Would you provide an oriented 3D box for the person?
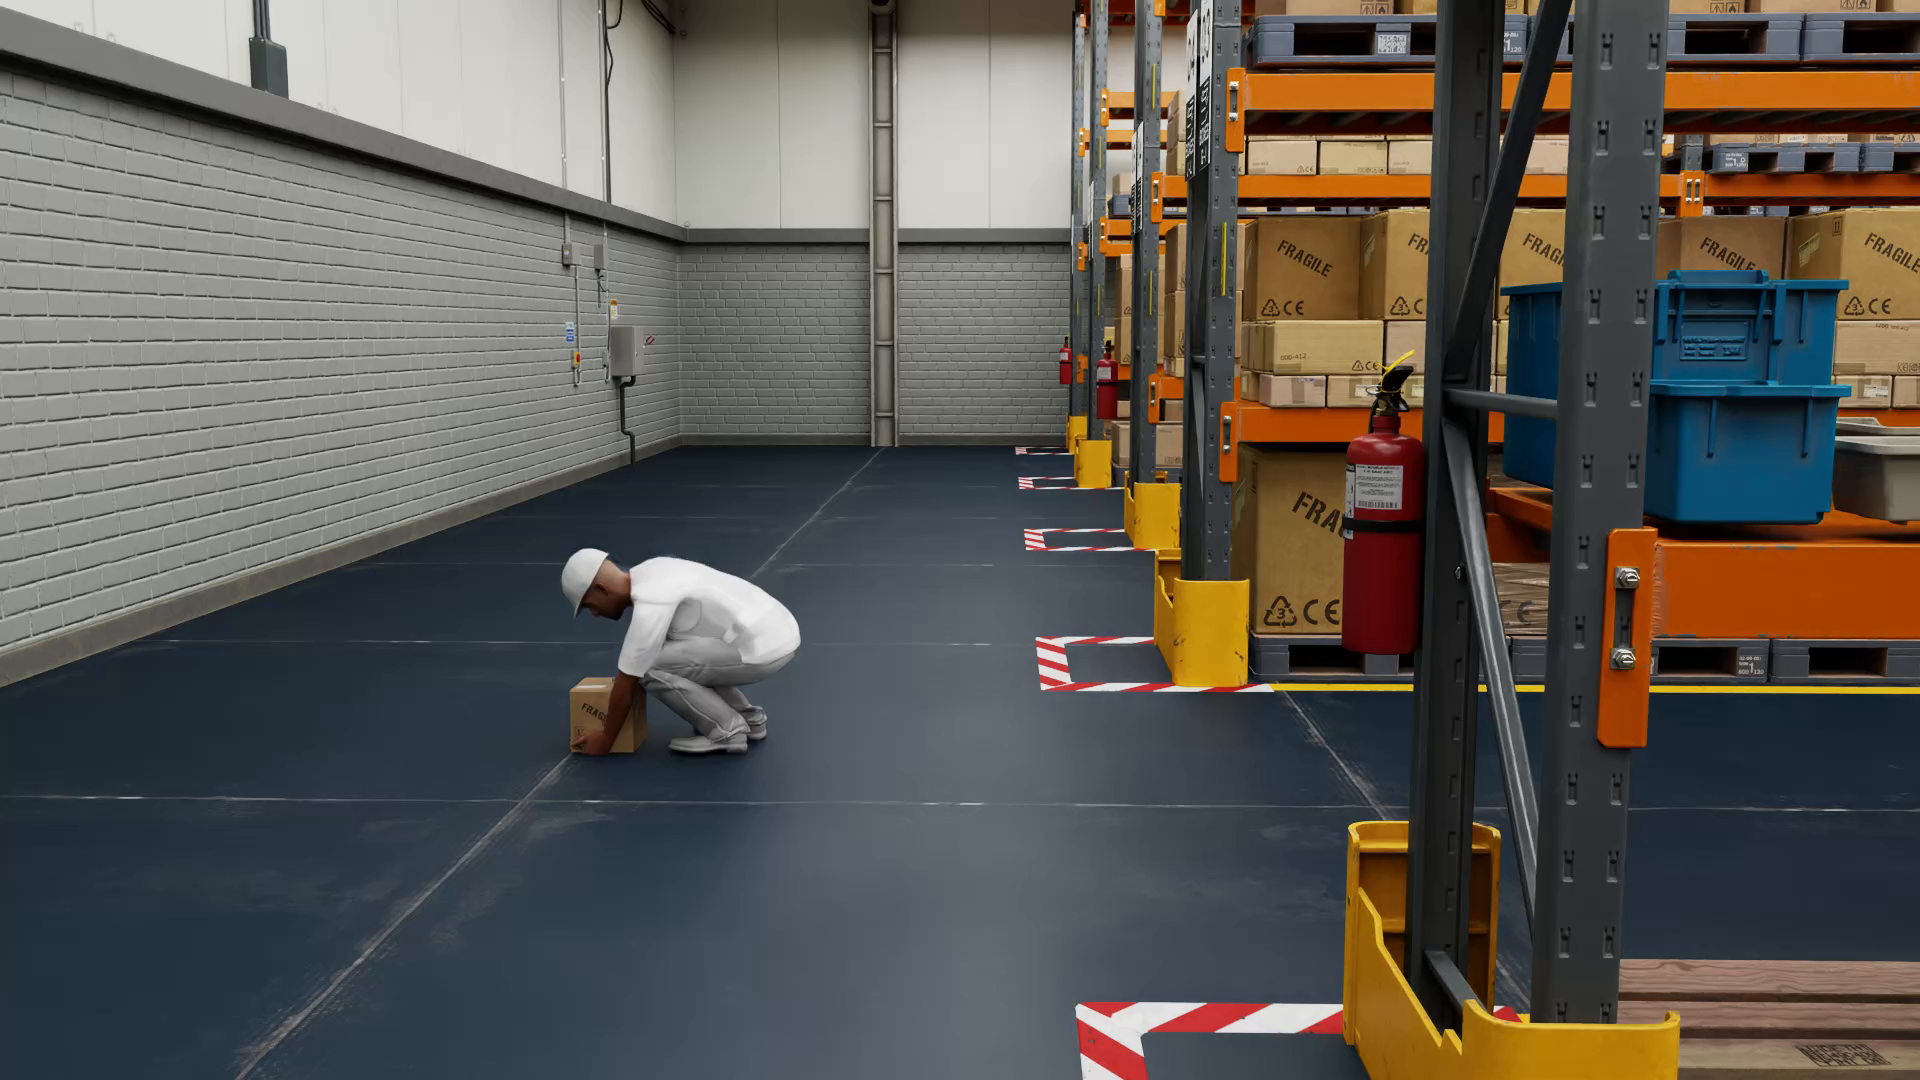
[{"bbox_3d":[-1.104,0.469,6.610,0.923,0.888,0.550,0,7,1],"label":"person"}]
